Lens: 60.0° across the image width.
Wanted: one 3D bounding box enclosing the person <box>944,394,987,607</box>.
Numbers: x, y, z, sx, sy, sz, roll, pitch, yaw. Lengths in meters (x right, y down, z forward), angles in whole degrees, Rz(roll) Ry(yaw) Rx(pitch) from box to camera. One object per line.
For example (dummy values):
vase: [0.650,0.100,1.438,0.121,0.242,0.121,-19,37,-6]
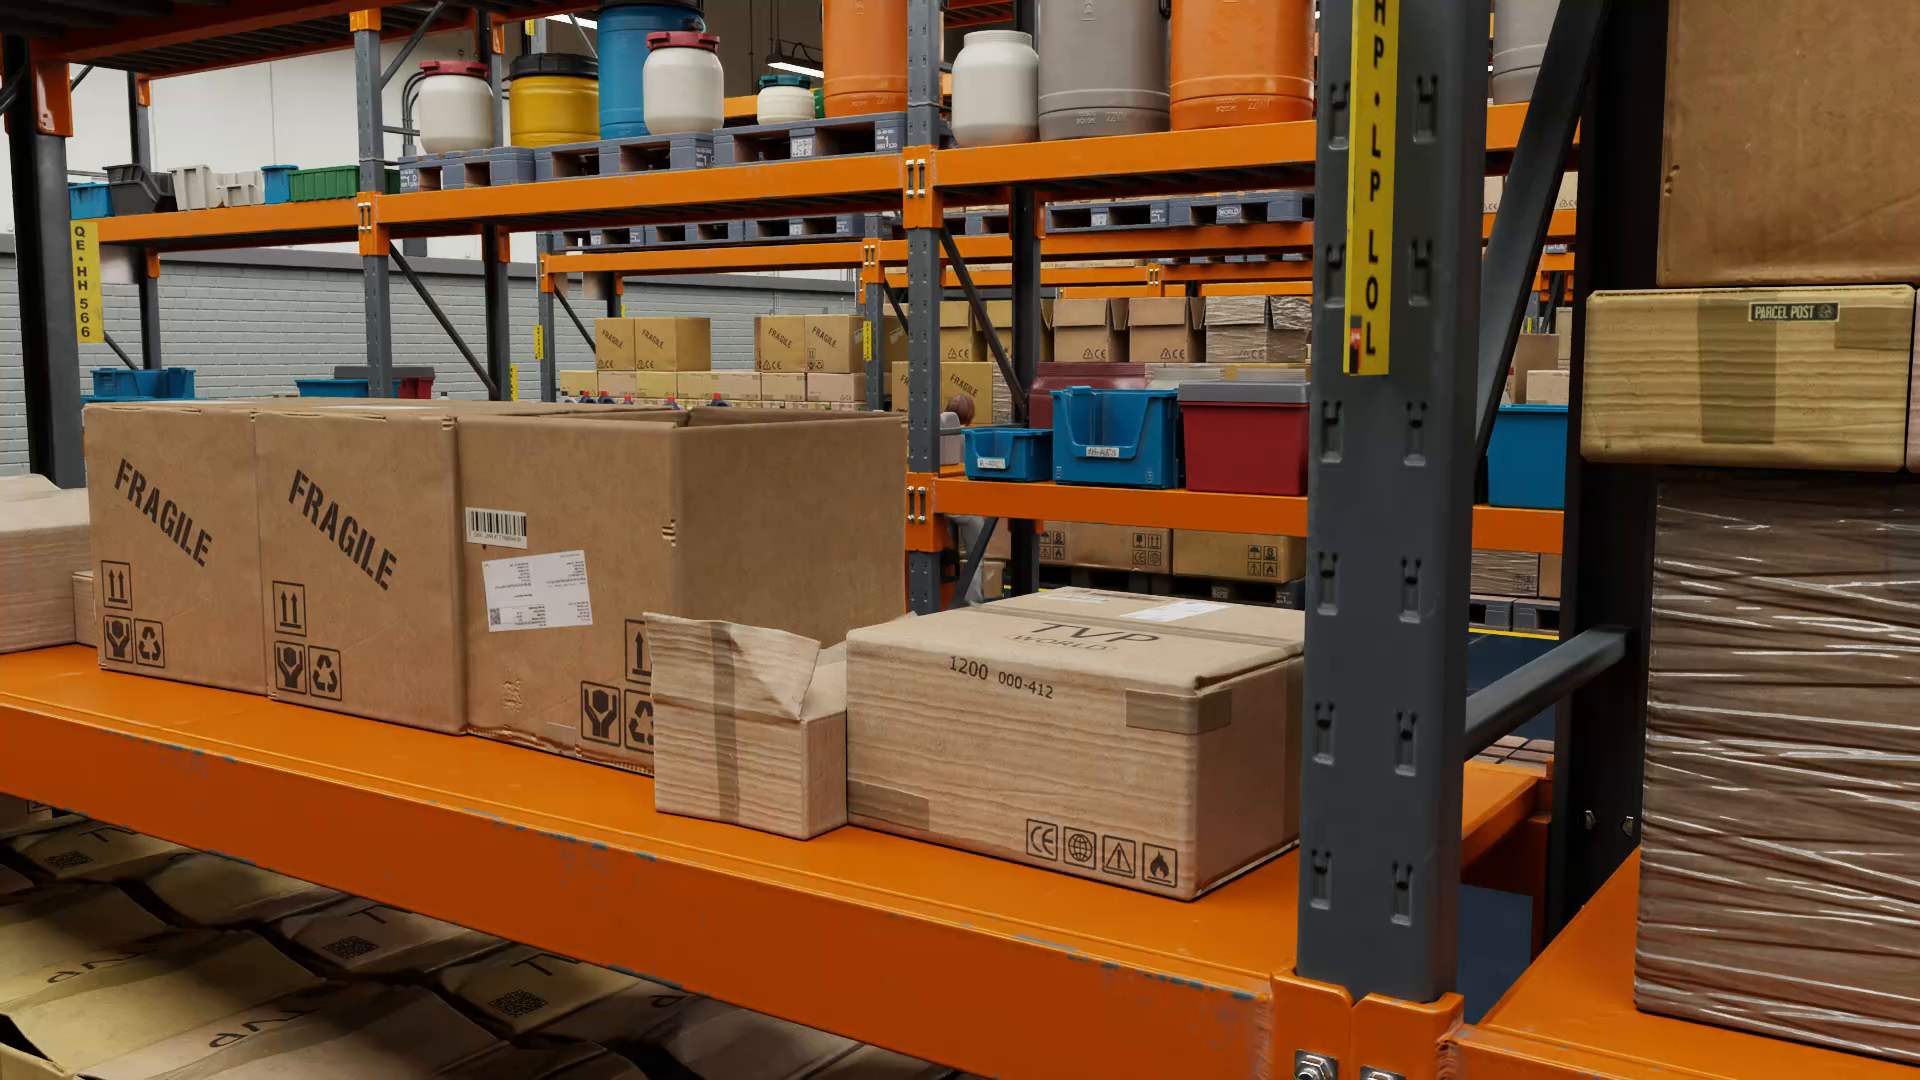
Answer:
person: [-0.002,-0.193,11.424,0.456,1.584,0.343,4,8,32]
